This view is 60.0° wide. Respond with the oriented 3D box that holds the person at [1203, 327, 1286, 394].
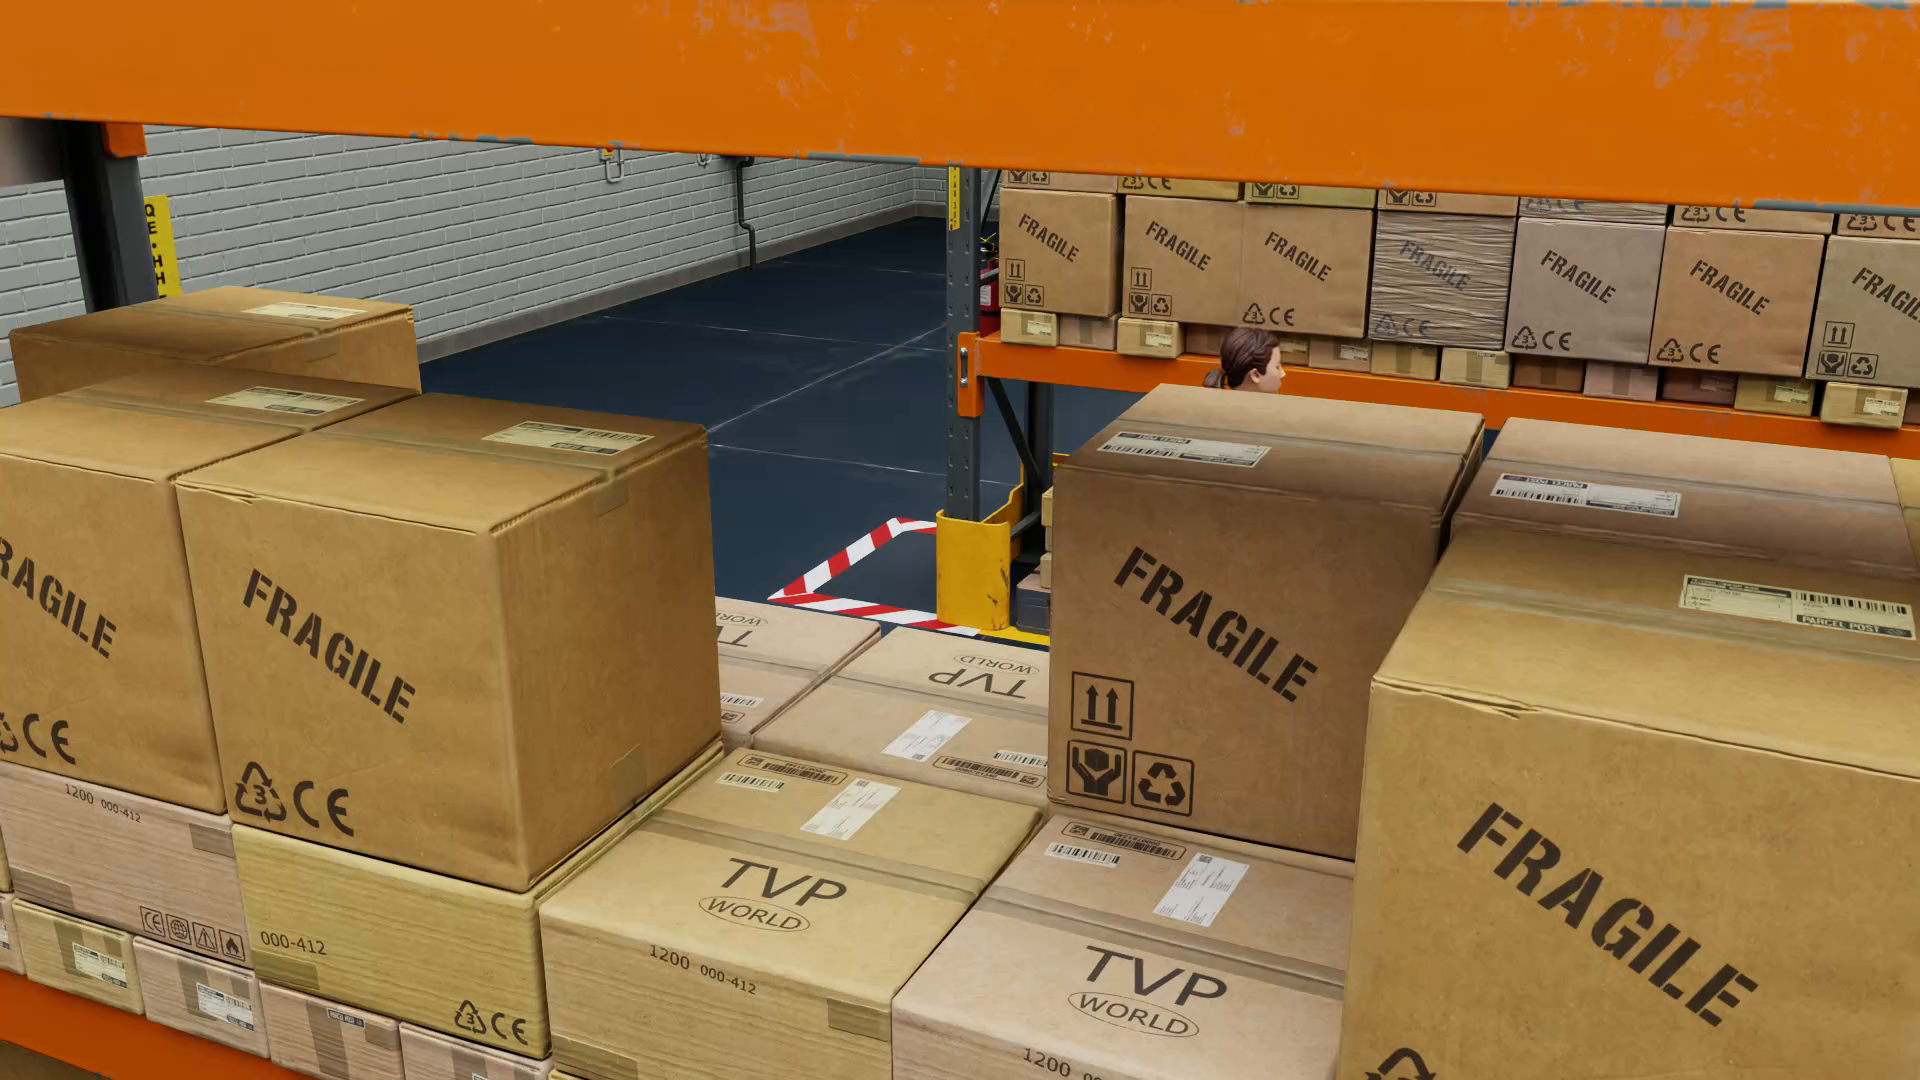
[{"bbox_3d":[1.000,0.080,5.862,0.377,1.677,0.438,4,20,12],"label":"person"}]
